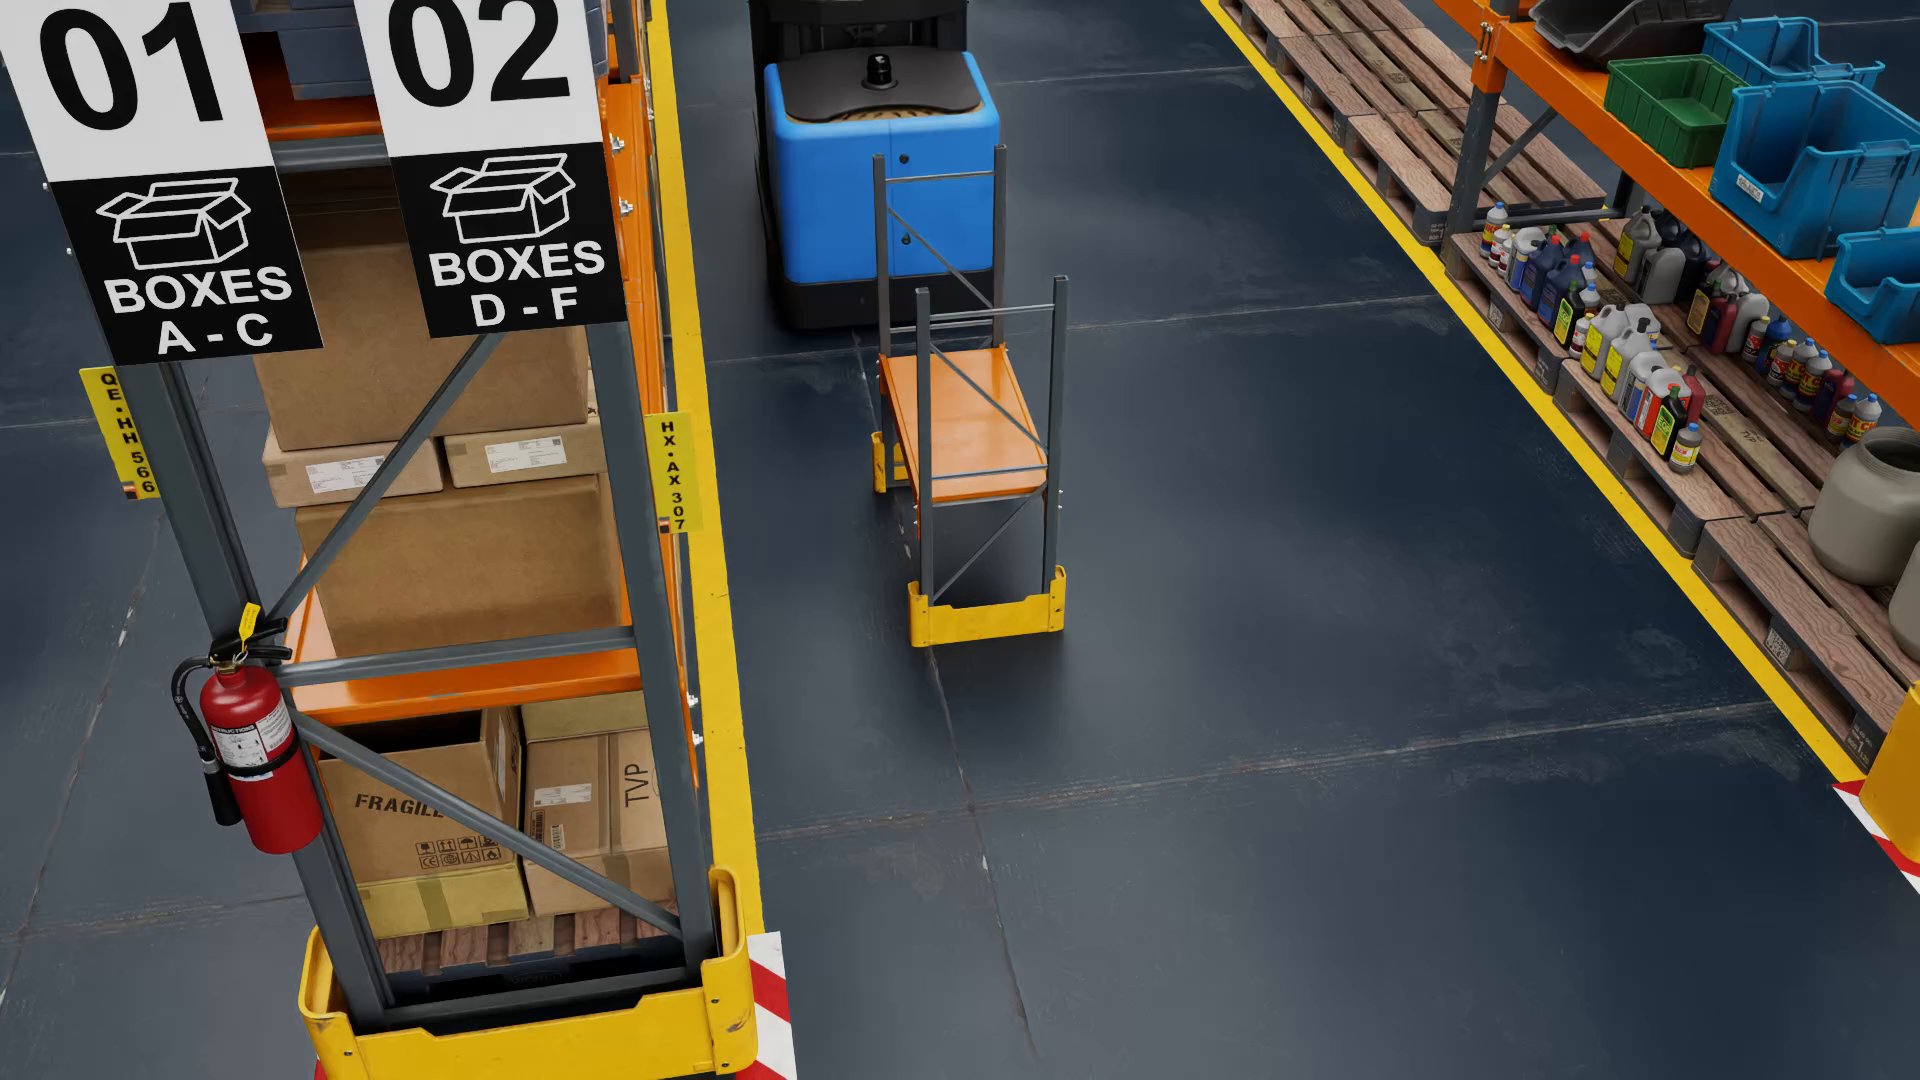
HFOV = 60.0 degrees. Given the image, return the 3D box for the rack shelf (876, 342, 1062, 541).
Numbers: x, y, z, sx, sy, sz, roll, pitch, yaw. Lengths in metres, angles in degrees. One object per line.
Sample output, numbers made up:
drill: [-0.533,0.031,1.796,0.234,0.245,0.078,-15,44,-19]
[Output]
rack shelf: [0.015,-0.399,6.334,0.538,0.185,1.000,-6,38,-8]

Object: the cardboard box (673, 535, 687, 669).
cardboard box: [-1.240,0.250,5.882,0.500,0.250,0.500,-6,38,-8]

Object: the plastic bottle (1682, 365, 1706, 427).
plastic bottle: [3.025,-0.579,6.906,0.061,0.283,0.133,-6,38,-8]

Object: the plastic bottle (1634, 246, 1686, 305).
plastic bottle: [3.278,-1.258,7.786,0.152,0.276,0.135,-6,38,-8]

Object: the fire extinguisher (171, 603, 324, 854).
fire extinguisher: [-1.623,0.433,3.810,0.296,0.674,0.183,-6,38,-8]

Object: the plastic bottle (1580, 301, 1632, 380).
plastic bottle: [2.830,-0.890,7.251,0.144,0.351,0.185,-7,38,-8]

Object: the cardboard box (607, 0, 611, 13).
cardboard box: [-1.842,-2.593,7.847,0.380,0.149,0.250,-6,38,-8]

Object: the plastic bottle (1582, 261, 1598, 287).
plastic bottle: [2.867,-1.155,7.657,0.097,0.271,0.097,0,38,0]

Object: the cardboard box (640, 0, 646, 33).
cardboard box: [-2.157,-3.249,9.929,0.500,0.311,0.500,-7,38,-9]

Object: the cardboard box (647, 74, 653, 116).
cardboard box: [-1.985,-2.414,9.311,0.500,0.250,0.500,-6,38,-7]

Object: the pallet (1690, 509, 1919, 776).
pallet: [3.494,0.320,6.166,1.003,0.211,1.213,-6,38,-8]

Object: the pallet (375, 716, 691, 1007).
pallet: [-1.362,0.925,5.387,1.003,0.211,1.213,-6,38,-8]

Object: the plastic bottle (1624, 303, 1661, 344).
plastic bottle: [2.971,-0.891,7.314,0.152,0.276,0.135,-6,38,-8]

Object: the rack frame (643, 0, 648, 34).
rack frame: [-2.589,-4.551,10.162,1.000,3.000,0.127,-6,38,-8]

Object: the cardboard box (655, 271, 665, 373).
cardboard box: [-1.591,-0.958,7.437,0.500,0.250,0.500,-6,38,-8]

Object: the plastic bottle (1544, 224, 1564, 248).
plastic bottle: [2.802,-1.346,7.893,0.061,0.283,0.133,-6,38,-8]

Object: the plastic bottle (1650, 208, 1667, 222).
plastic bottle: [3.398,-1.511,8.105,0.061,0.283,0.133,-4,38,-6]

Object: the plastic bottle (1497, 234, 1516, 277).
plastic bottle: [2.649,-1.371,7.992,0.097,0.201,0.097,0,38,0]

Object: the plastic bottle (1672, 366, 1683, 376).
plastic bottle: [3.015,-0.644,7.056,0.097,0.201,0.097,0,38,0]

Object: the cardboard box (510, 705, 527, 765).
cardboard box: [-1.671,0.609,5.421,0.500,0.250,0.500,-6,38,-8]

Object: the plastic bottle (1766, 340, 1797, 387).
plastic bottle: [3.585,-0.774,7.223,0.097,0.201,0.097,0,38,0]

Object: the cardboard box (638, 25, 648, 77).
cardboard box: [-1.986,-2.641,9.146,0.500,0.311,0.500,-5,38,-7]

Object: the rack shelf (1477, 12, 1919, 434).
rack shelf: [3.340,-1.173,6.401,1.077,0.370,4.000,-6,38,-8]

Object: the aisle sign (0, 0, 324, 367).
aisle sign: [-1.464,-0.674,3.053,0.394,0.787,0.004,-6,38,-8]

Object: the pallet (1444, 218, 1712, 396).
pallet: [3.066,-1.154,8.063,1.003,0.211,1.213,-6,38,-8]

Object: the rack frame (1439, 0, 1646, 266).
rack frame: [2.989,-2.665,7.735,1.000,3.000,0.127,-6,38,-8]

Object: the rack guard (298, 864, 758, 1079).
rack guard: [-1.182,1.283,4.691,1.175,0.500,0.348,-6,38,-8]

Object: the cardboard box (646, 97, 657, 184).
cardboard box: [-1.798,-2.015,8.341,0.500,0.311,0.500,-7,38,-8]

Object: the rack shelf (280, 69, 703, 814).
rack shelf: [-1.537,-0.642,5.718,1.077,0.370,4.000,-6,38,-8]

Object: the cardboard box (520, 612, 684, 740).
cardboard box: [-1.151,0.256,5.264,0.500,0.500,0.500,-6,38,-8]

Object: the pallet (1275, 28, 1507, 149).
pallet: [2.596,-2.772,10.147,1.003,0.211,1.213,-6,38,-8]

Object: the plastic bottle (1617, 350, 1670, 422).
plastic bottle: [2.896,-0.648,7.001,0.152,0.276,0.135,-7,38,-9]

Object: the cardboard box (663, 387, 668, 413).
cardboard box: [-1.411,-0.355,6.660,0.500,0.250,0.500,-6,38,-8]

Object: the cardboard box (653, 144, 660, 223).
cardboard box: [-1.803,-1.794,8.513,0.500,0.250,0.500,-5,38,-7]

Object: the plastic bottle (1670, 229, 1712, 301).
plastic bottle: [3.420,-1.319,7.803,0.144,0.351,0.185,-8,39,-10]

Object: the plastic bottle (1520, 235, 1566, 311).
plastic bottle: [2.722,-1.261,7.728,0.144,0.351,0.185,-5,38,-7]

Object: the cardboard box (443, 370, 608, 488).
cardboard box: [-1.043,-0.274,4.048,0.380,0.149,0.250,-6,38,-8]

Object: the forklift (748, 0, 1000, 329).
forklift: [-0.548,-3.064,8.305,1.130,2.935,3.031,-6,38,-7]

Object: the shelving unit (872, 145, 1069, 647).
shelving unit: [0.013,-0.546,6.231,0.587,1.500,1.083,-6,38,-8]

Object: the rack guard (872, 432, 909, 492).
rack guard: [-0.074,-0.353,7.001,0.587,0.250,0.087,-6,38,-8]

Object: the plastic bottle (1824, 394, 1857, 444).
plastic bottle: [3.661,-0.509,6.882,0.097,0.201,0.097,0,38,0]

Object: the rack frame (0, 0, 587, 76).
rack frame: [-1.187,-2.088,2.102,1.000,3.000,0.127,-6,38,-8]

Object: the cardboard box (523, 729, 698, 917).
cardboard box: [-1.062,0.854,5.105,0.500,0.250,0.500,-6,38,-8]

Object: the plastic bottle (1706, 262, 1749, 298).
plastic bottle: [3.476,-1.124,7.552,0.144,0.351,0.185,-6,38,-8]

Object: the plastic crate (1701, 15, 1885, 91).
plastic crate: [3.451,-1.967,6.958,0.499,0.251,0.616,-6,38,-8]

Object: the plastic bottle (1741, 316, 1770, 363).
plastic bottle: [3.549,-0.898,7.383,0.097,0.201,0.097,0,38,0]

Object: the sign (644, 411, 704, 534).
sign: [-0.639,-0.148,3.725,0.100,0.325,0.005,-6,38,-8]

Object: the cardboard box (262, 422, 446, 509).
cardboard box: [-1.441,-0.224,3.984,0.380,0.149,0.250,-7,38,-9]

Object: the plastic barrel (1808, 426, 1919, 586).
plastic barrel: [3.412,-0.125,6.151,0.421,0.512,0.421,0,38,0]

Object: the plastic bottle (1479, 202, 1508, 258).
plastic bottle: [2.614,-1.522,8.129,0.097,0.271,0.097,0,38,0]

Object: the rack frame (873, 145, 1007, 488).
rack frame: [-0.074,-0.848,6.619,0.500,1.500,0.032,-6,38,-8]

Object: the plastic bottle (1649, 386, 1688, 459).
plastic bottle: [2.899,-0.481,6.779,0.061,0.283,0.133,-5,38,-7]

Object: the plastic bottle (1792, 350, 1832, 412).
plastic bottle: [3.620,-0.681,7.047,0.097,0.271,0.097,0,38,0]

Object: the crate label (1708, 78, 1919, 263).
crate label: [3.102,-1.346,6.008,0.502,0.435,0.616,-6,38,-8]

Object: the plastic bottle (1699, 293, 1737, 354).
plastic bottle: [3.396,-0.987,7.431,0.061,0.283,0.133,-6,38,-8]

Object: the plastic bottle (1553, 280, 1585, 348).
plastic bottle: [2.743,-1.016,7.468,0.061,0.283,0.133,-5,38,-6]

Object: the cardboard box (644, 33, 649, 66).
cardboard box: [-2.163,-3.028,10.102,0.500,0.250,0.500,-7,38,-8]

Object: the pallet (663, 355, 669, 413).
pallet: [-1.790,-0.549,7.284,1.003,0.211,1.213,-6,38,-8]
